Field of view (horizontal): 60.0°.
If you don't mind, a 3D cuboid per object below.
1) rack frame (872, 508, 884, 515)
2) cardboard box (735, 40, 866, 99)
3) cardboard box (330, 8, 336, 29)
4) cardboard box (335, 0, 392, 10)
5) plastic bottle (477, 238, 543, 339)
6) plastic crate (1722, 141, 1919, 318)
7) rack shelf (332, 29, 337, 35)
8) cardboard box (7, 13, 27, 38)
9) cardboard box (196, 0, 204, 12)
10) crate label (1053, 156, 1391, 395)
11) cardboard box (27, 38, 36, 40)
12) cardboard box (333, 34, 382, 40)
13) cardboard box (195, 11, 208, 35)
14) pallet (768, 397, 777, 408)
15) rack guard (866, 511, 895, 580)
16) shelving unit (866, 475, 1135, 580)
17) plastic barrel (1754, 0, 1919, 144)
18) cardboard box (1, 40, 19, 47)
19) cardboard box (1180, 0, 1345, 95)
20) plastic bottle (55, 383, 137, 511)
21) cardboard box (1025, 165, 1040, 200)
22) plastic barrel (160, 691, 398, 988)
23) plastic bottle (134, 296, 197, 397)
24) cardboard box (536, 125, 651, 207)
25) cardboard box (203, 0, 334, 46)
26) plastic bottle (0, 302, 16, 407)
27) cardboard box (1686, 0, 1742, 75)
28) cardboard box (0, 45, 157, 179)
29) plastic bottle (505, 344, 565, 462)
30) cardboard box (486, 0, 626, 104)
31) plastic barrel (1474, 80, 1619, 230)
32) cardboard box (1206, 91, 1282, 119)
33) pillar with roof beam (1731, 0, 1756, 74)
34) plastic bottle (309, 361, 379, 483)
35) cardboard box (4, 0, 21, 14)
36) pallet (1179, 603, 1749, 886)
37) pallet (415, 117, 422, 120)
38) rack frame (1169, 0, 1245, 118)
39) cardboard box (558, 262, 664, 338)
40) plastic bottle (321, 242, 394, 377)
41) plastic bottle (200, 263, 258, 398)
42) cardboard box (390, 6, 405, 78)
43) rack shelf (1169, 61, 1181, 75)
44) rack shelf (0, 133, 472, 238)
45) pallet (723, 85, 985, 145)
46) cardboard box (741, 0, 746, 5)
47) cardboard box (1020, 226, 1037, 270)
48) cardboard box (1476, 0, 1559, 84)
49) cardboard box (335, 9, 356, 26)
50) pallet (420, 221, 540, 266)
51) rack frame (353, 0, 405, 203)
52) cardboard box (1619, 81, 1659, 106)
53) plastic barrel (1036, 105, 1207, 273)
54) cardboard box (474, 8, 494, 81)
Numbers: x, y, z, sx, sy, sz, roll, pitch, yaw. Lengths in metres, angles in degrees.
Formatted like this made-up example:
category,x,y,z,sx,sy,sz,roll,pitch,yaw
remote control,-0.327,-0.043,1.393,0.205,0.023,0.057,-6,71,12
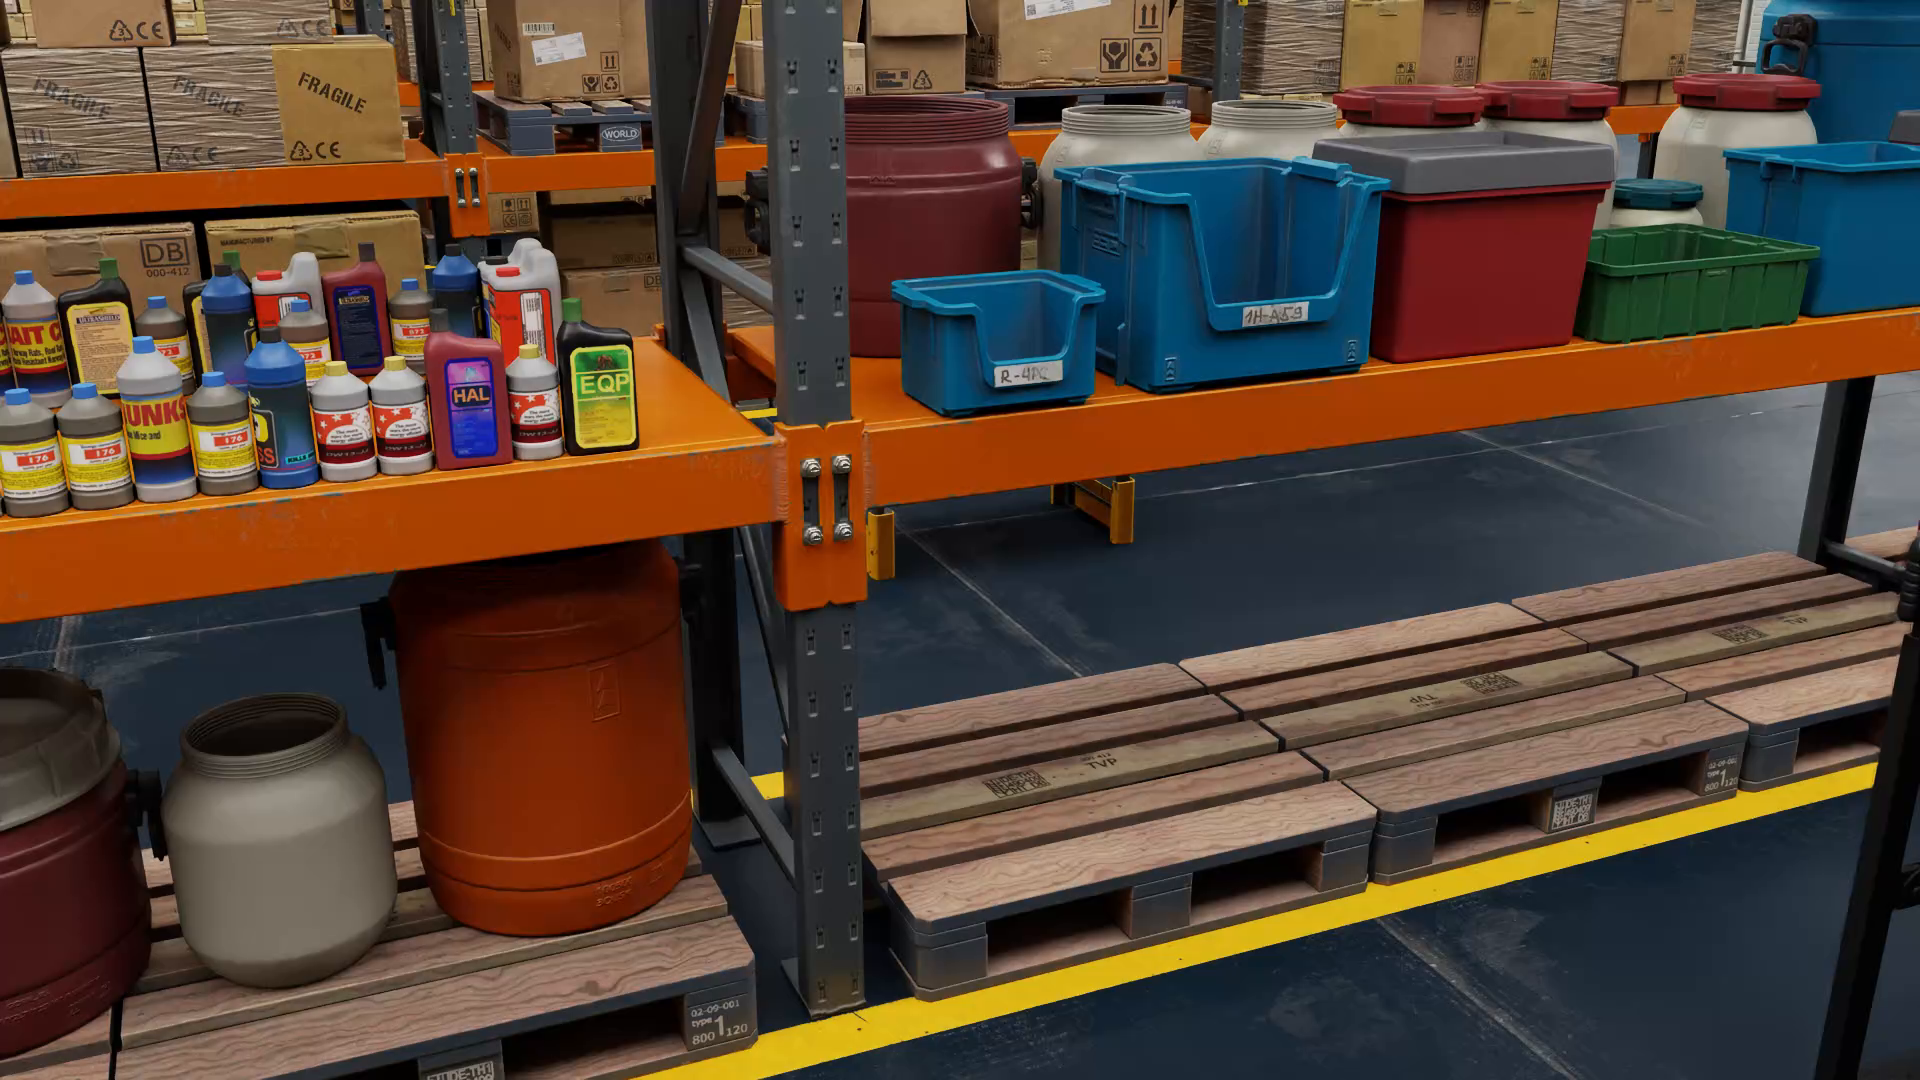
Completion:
category,x,y,z,sx,sy,sz,roll,pitch,yaw
rack frame,-0.388,-0.652,6.115,0.032,1.500,0.500,-8,21,-22
cardboard box,-0.792,-2.328,8.210,0.500,0.250,0.500,-9,21,-23
cardboard box,-7.812,-6.498,20.687,0.500,0.250,0.500,-8,21,-22
cardboard box,-5.842,-5.446,16.242,0.500,0.500,0.500,-9,21,-23
plastic bottle,-0.985,-0.523,3.677,0.135,0.276,0.152,-8,21,-22
plastic crate,2.323,-0.818,4.353,0.575,0.384,0.392,-8,21,-22
rack shelf,-6.480,-6.509,21.575,4.000,0.370,1.077,-8,21,-22
cardboard box,-6.220,-3.355,10.833,0.250,0.149,0.380,-9,21,-23
cardboard box,-5.034,-3.665,11.264,0.250,0.149,0.380,-7,21,-20
crate label,0.560,-0.604,3.669,0.616,0.435,0.502,-8,21,-22
cardboard box,-5.993,-3.246,10.971,0.250,0.149,0.380,-9,21,-24
cardboard box,-2.976,-2.116,7.865,0.500,0.500,0.500,-7,21,-20
cardboard box,-5.052,-3.521,11.303,0.250,0.149,0.380,-8,21,-21
pallet,-0.585,-0.996,9.034,1.213,0.211,1.003,-8,21,-22
rack guard,-0.387,-0.062,6.323,0.087,0.250,0.587,-8,21,-22
shelving unit,0.070,-0.717,6.301,1.083,1.500,0.587,-8,21,-22
plastic barrel,2.738,-1.344,5.067,0.708,0.901,0.600,-8,21,-22
cardboard box,-4.377,-1.914,7.291,0.500,0.500,0.500,-8,21,-22
cardboard box,1.689,-2.804,9.371,0.500,0.500,0.875,-8,21,-22
plastic bottle,-1.434,-0.159,2.755,0.097,0.201,0.097,0,19,0
cardboard box,0.811,-3.479,14.453,0.875,0.875,0.875,-8,21,-22
plastic barrel,-1.385,0.607,3.395,0.421,0.512,0.421,0,19,0
plastic bottle,-1.650,-0.402,3.447,0.097,0.201,0.097,0,19,0
cardboard box,-2.897,-2.881,12.944,0.750,0.750,1.050,-8,21,-21
cardboard box,-3.099,-2.479,7.385,0.637,0.503,0.797,-7,21,-20
plastic bottle,-1.951,-0.392,3.313,0.097,0.271,0.097,0,19,0
cardboard box,4.408,-3.226,10.569,0.500,0.500,0.875,-8,21,-22
cardboard box,-3.712,-1.824,7.034,0.500,0.500,0.500,-9,21,-24
plastic bottle,-0.775,-0.253,3.023,0.097,0.201,0.097,0,19,0
cardboard box,-1.942,-2.378,7.978,0.500,0.500,0.500,-11,22,-29
plastic barrel,1.574,-0.974,4.568,0.433,0.535,0.433,0,19,0
cardboard box,1.568,-2.394,9.184,0.250,0.149,0.380,-8,21,-22
pillar with roof beam,16.266,-11.706,26.218,0.400,9.000,9.100,-8,21,-22
plastic bottle,-1.077,-0.210,2.900,0.097,0.201,0.097,0,19,0
cardboard box,-6.236,-3.492,10.773,0.250,0.149,0.380,-7,21,-20
pallet,1.385,0.526,4.709,1.213,0.211,1.003,-8,21,-22
pallet,-7.545,-5.366,21.445,1.213,0.211,1.003,-8,21,-22
rack frame,1.251,-2.576,9.322,0.127,3.000,1.000,-8,21,-22
cardboard box,-1.814,-1.173,8.437,0.500,0.500,0.700,-9,21,-25
plastic bottle,-1.305,-0.497,3.592,0.133,0.283,0.061,-8,21,-22
plastic bottle,-1.503,-0.434,3.432,0.097,0.271,0.097,0,19,0
cardboard box,-3.986,-3.764,12.545,0.500,0.500,0.500,-8,21,-22
rack shelf,1.216,-4.026,14.522,4.000,0.370,1.077,-8,21,-22
rack shelf,-4.258,-1.448,7.200,4.000,0.370,1.077,-8,21,-22
pallet,-0.620,-2.232,8.635,1.213,0.211,1.003,-8,21,-22
cardboard box,-2.010,-4.419,12.900,0.500,0.500,0.700,-8,21,-21
cardboard box,0.233,-1.473,9.292,0.500,0.500,0.700,-8,21,-22
cardboard box,3.057,-3.009,9.952,0.500,0.500,0.875,-8,21,-22
cardboard box,-5.975,-5.138,16.343,0.250,0.149,0.380,-9,22,-25
pallet,-3.540,-2.341,12.854,1.213,0.211,1.003,-8,21,-22
rack frame,-4.293,-3.576,12.161,0.127,3.000,1.000,-8,21,-22
cardboard box,4.069,-2.774,10.262,0.250,0.149,0.380,-8,21,-22
plastic barrel,0.400,-0.793,4.089,0.421,0.512,0.421,0,19,0
cardboard box,-3.309,-3.667,12.271,0.500,0.500,0.500,-8,21,-22
